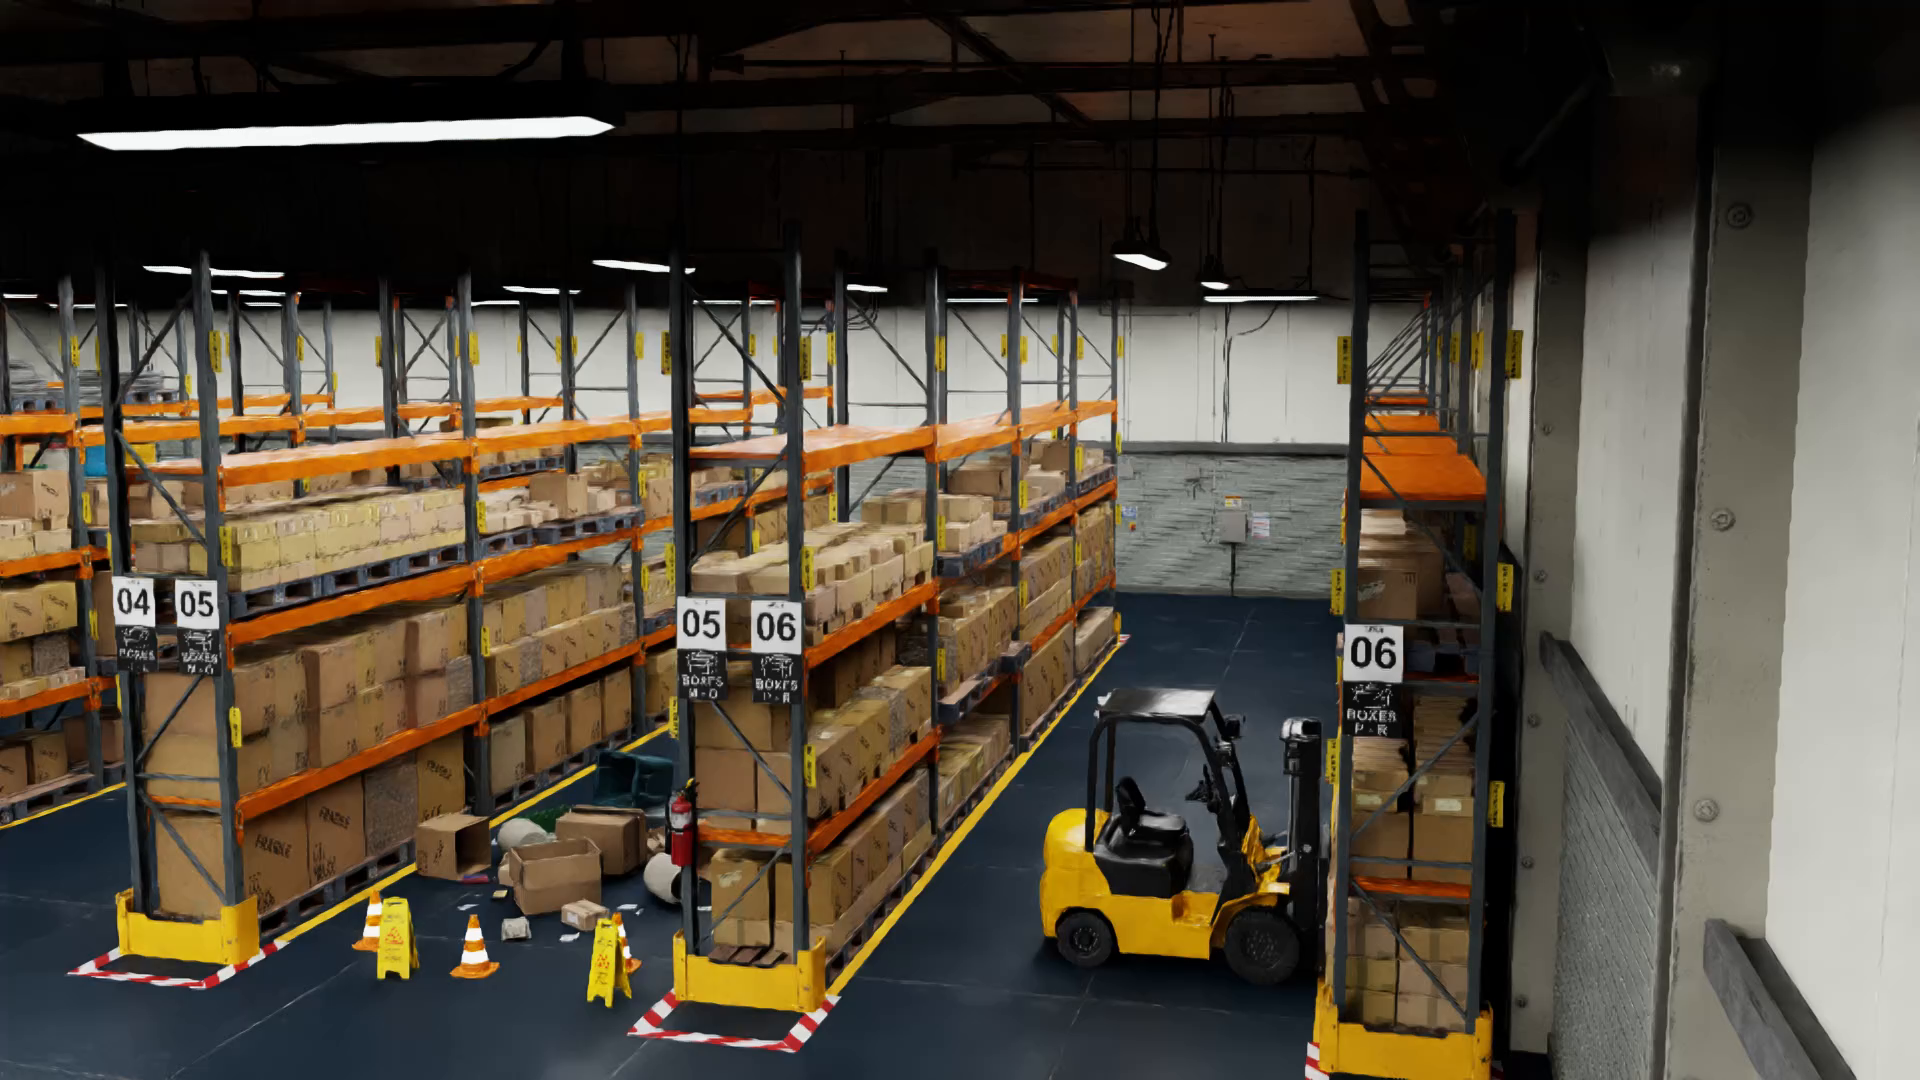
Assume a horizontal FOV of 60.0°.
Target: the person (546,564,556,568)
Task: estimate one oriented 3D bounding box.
[{"bbox_3d":[-6.284,1.196,25.709,0.406,1.668,0.596,-1,7,-9],"label":"person"}]
